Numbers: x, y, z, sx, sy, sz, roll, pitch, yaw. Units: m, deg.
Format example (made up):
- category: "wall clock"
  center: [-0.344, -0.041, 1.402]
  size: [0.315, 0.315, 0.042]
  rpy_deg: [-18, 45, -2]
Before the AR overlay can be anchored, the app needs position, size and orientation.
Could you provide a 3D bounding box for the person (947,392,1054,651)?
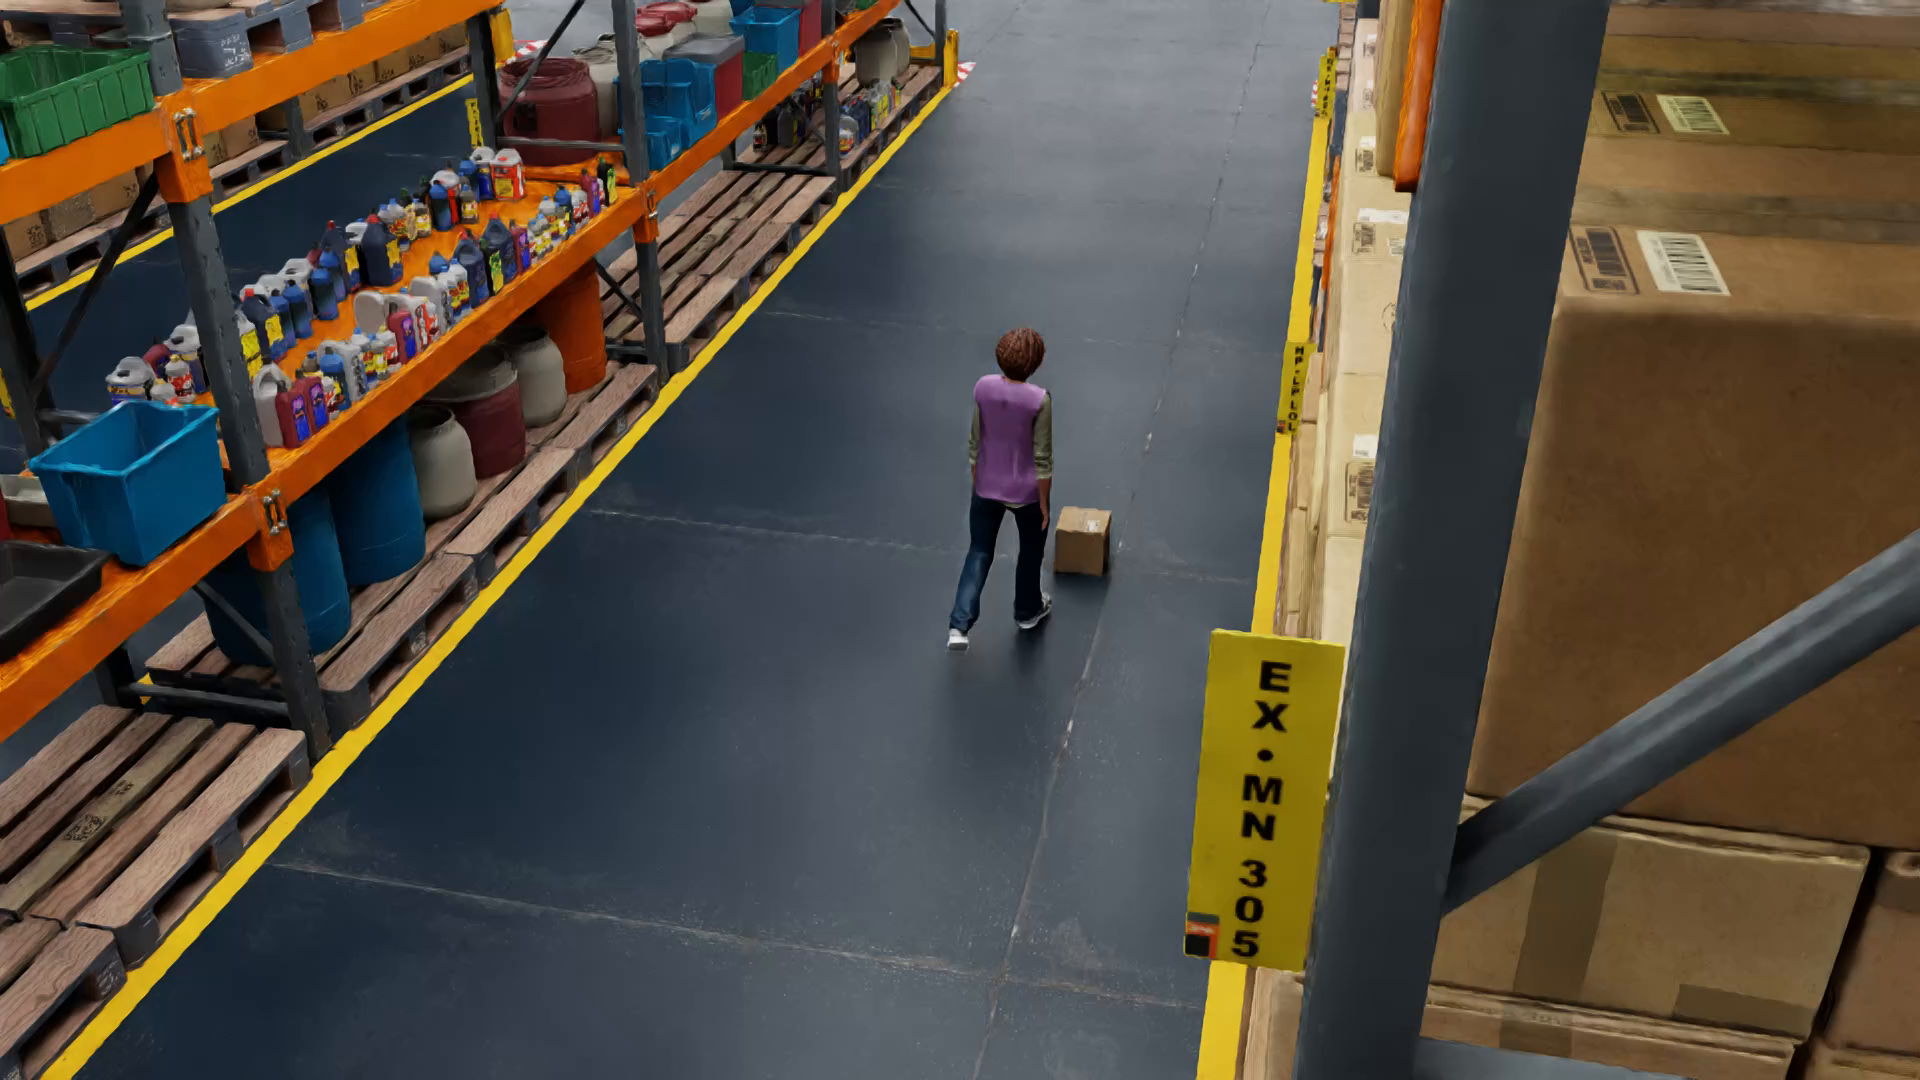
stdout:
- category: "person"
  center: [0.218, -0.101, 7.546]
  size: [0.419, 1.332, 0.812]
  rpy_deg: [11, 31, 18]
